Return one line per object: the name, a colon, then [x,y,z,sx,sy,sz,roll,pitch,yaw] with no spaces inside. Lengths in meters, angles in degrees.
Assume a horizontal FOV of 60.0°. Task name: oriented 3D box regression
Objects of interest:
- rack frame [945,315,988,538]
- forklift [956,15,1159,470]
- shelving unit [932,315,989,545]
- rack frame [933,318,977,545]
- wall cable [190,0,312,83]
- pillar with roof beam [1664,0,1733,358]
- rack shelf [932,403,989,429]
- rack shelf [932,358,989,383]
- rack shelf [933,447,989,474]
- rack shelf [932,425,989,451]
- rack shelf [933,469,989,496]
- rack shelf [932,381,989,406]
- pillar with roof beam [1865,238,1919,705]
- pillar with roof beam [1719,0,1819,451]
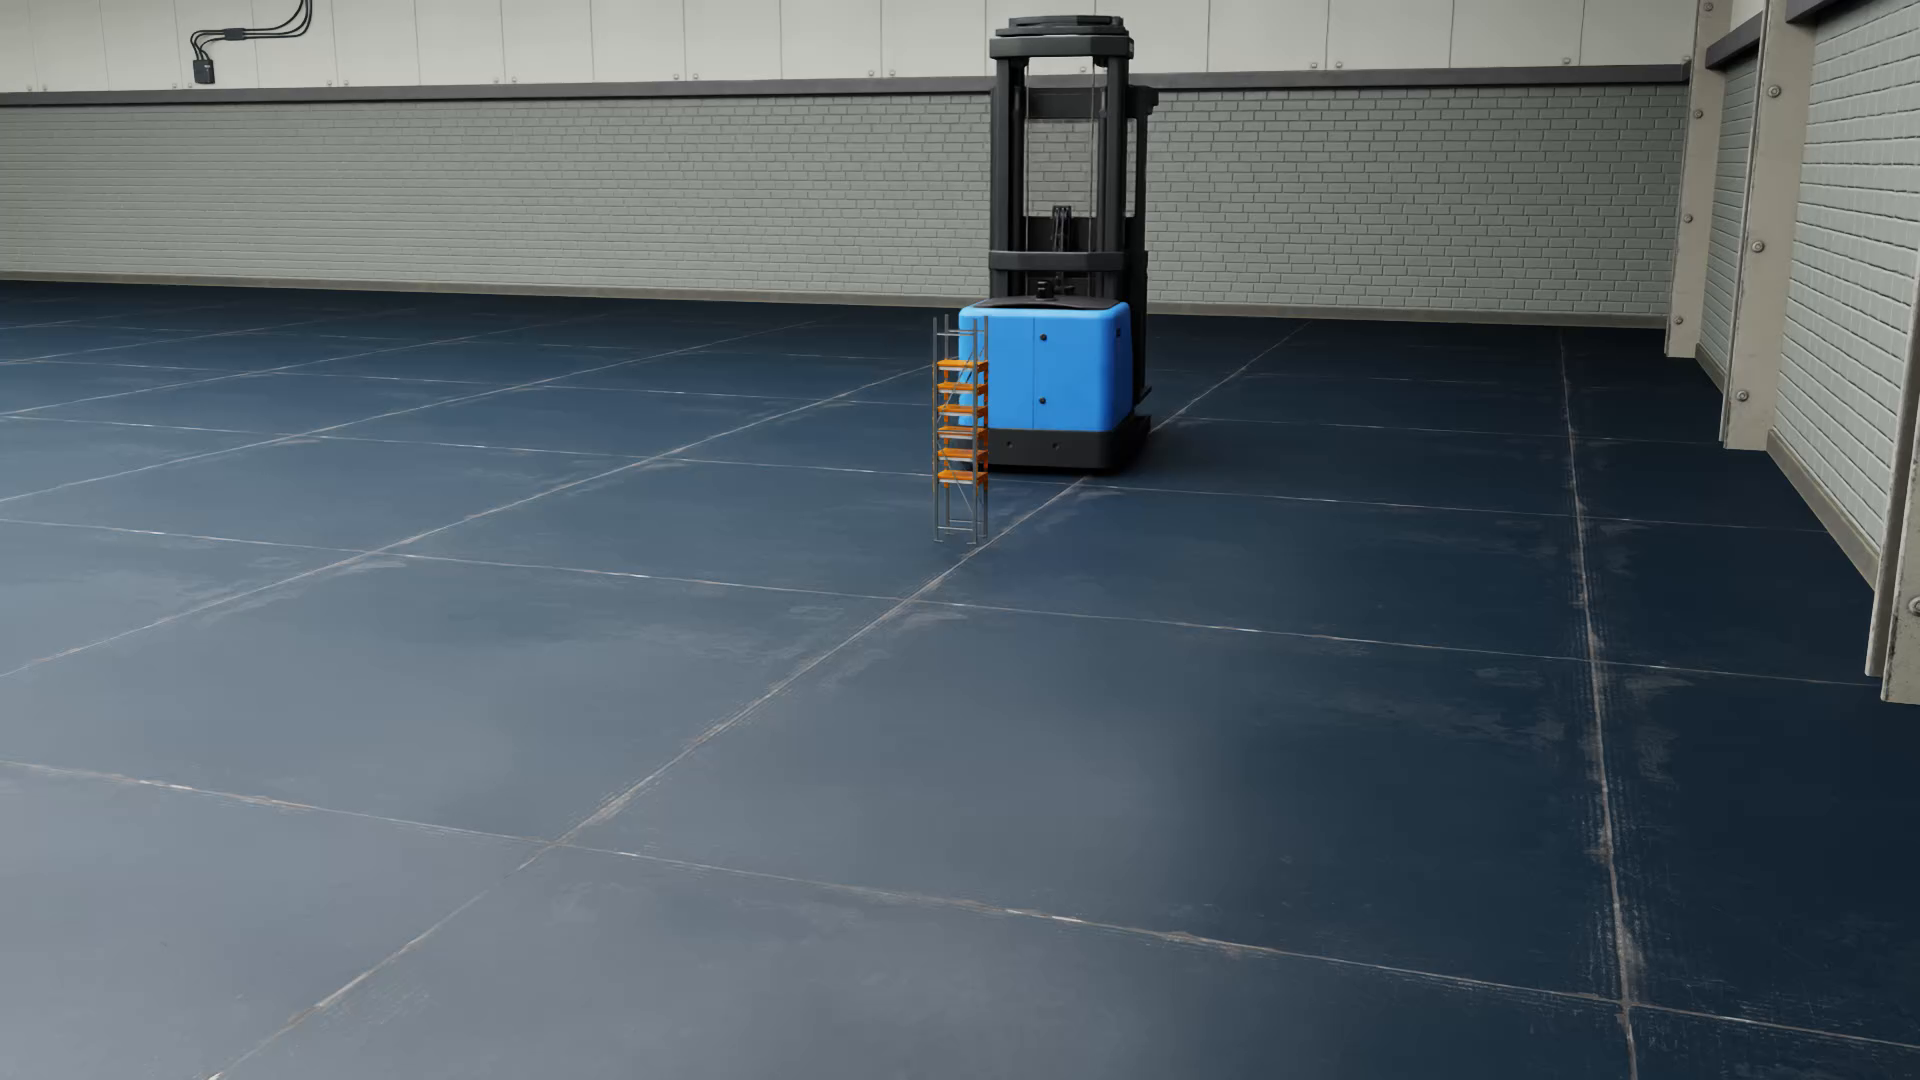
rack frame: [0.034,-0.607,8.952,0.240,1.200,0.006,4,14,18]
forklift: [0.804,-2.165,11.888,1.130,2.935,3.031,3,13,12]
shelving unit: [0.005,-0.588,8.868,0.258,1.200,0.189,4,14,18]
rack frame: [-0.025,-0.569,8.783,0.240,1.200,0.006,4,14,18]
wall cable: [-11.029,-10.097,25.360,2.305,6.003,0.169,4,14,18]
pillar with roof beam: [3.521,-6.643,17.868,9.100,9.000,0.400,4,14,18]
rack shelf: [0.005,-0.662,8.851,0.258,0.103,0.180,4,14,18]
rack shelf: [0.005,-0.896,8.798,0.258,0.103,0.180,4,14,18]
rack shelf: [0.005,-0.428,8.904,0.258,0.103,0.180,4,14,18]
rack shelf: [0.005,-0.545,8.878,0.258,0.103,0.180,4,14,18]
rack shelf: [0.005,-0.311,8.931,0.258,0.103,0.180,4,14,18]
rack shelf: [0.005,-0.779,8.824,0.258,0.103,0.180,4,14,18]
pillar with roof beam: [-0.362,-4.116,6.798,9.100,9.000,0.400,4,14,18]
pillar with roof beam: [1.580,-5.379,12.333,9.100,9.000,0.400,4,14,18]
